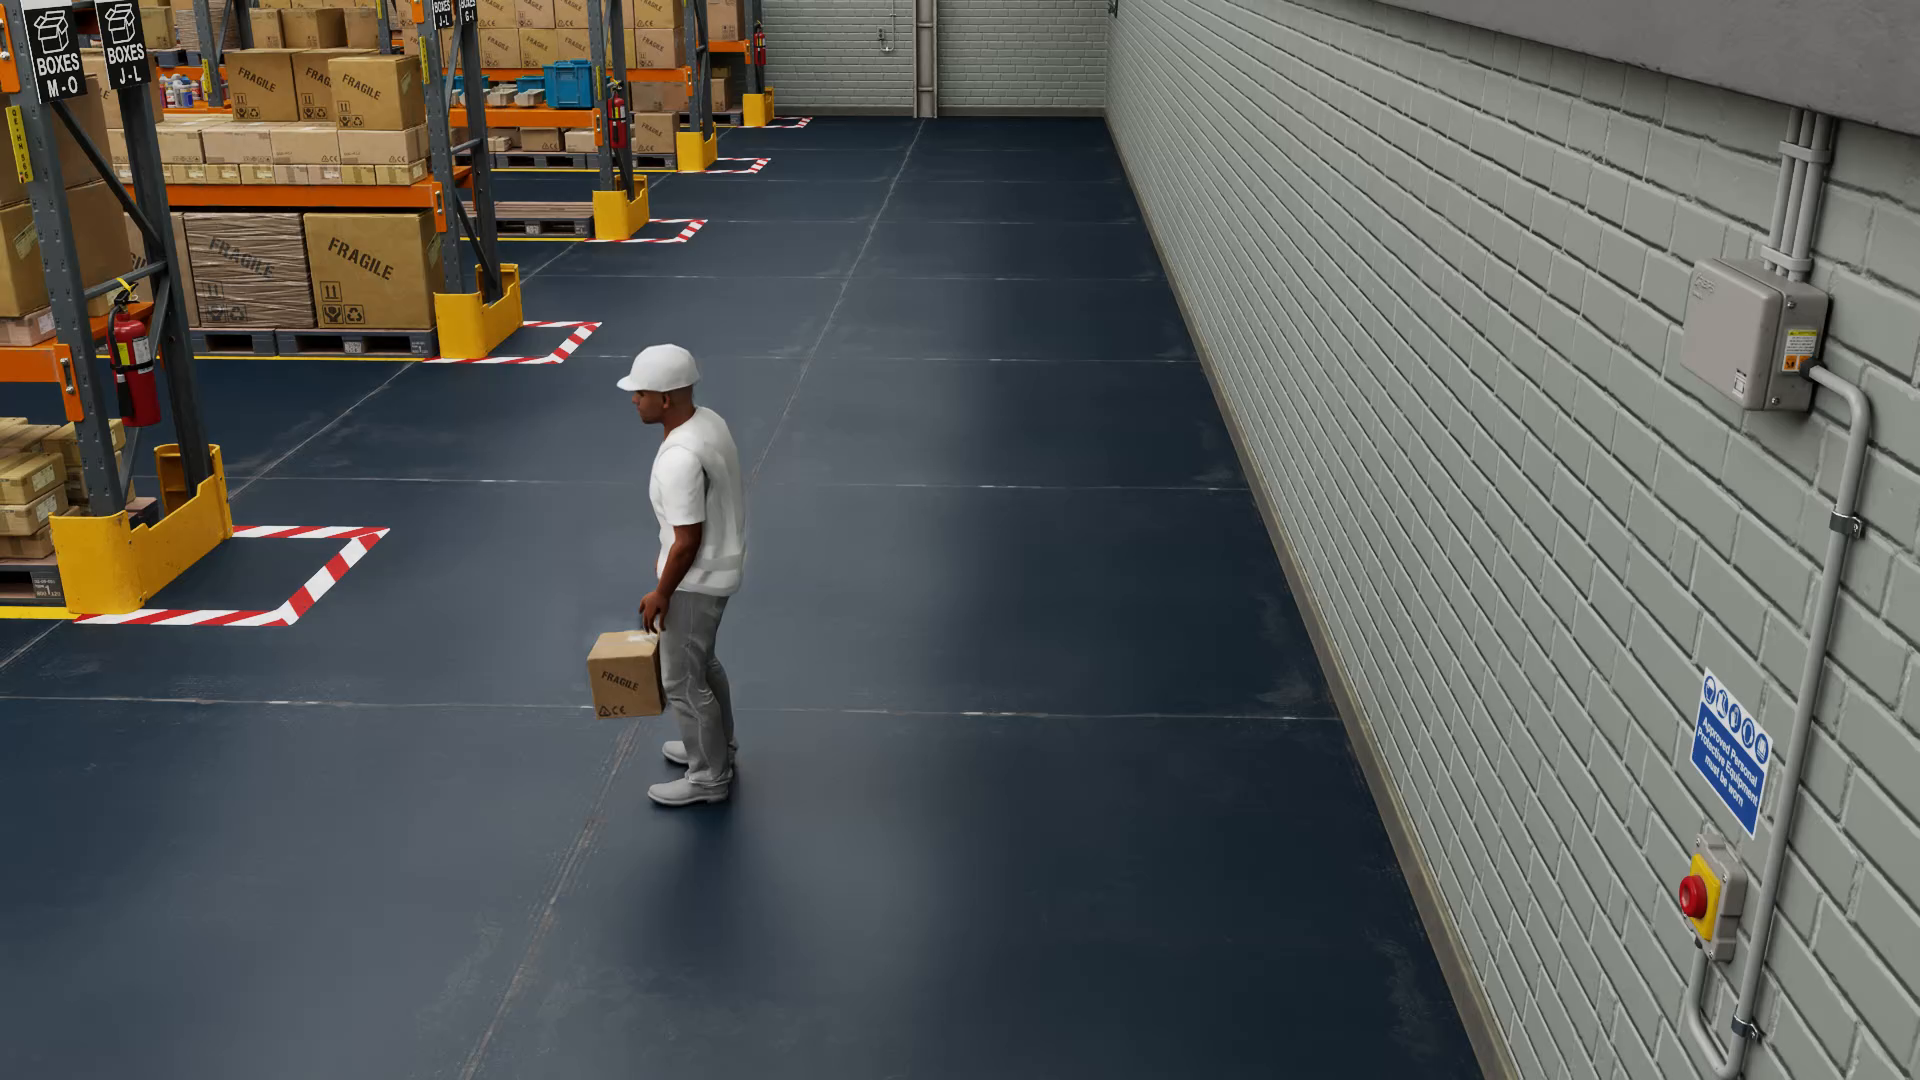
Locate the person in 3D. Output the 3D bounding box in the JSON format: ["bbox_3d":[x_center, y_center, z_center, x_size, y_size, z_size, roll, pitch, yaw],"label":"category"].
[{"bbox_3d":[-1.004,0.132,6.203,0.430,1.761,0.591,0,21,0],"label":"person"}]
